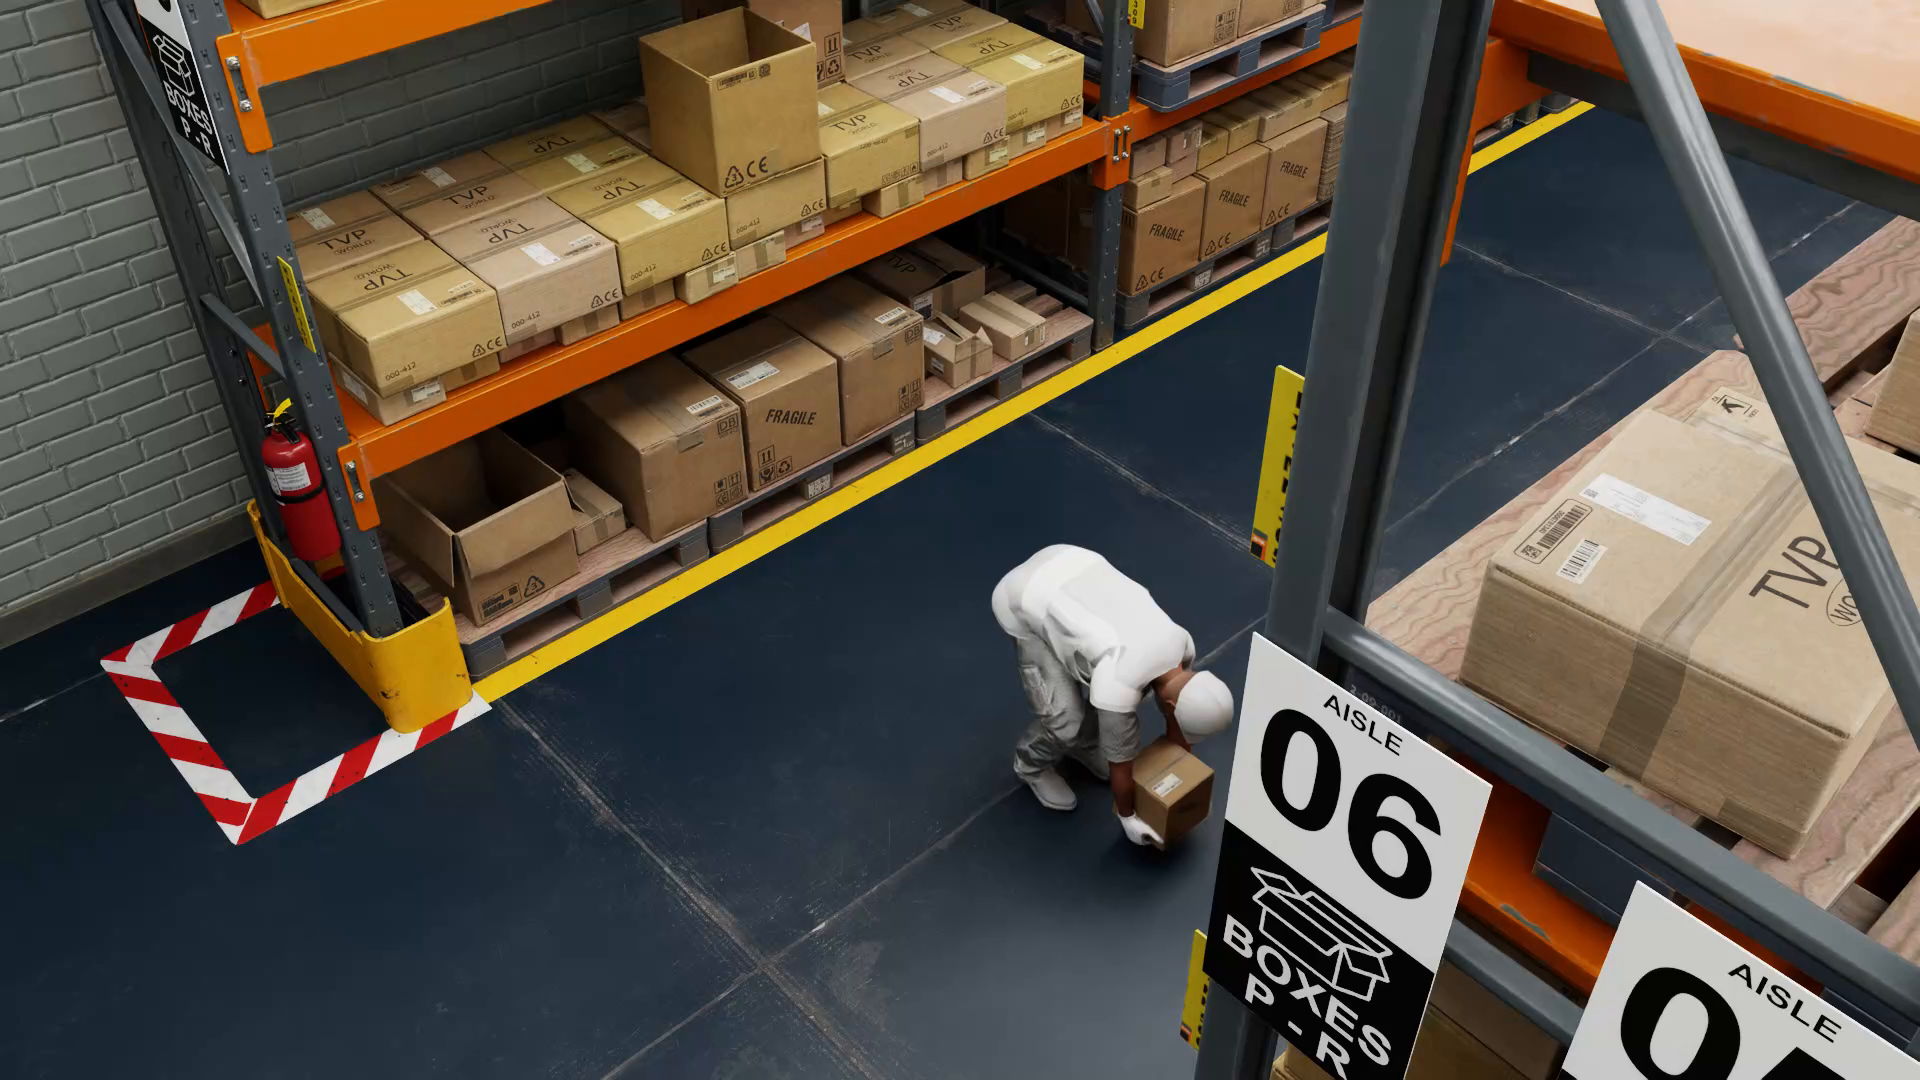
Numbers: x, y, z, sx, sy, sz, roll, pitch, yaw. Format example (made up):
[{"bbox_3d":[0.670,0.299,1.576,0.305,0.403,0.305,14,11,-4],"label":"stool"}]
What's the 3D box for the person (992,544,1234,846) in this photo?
[{"bbox_3d":[0.555,0.584,6.021,0.985,1.027,0.519,32,49,33],"label":"person"}]
